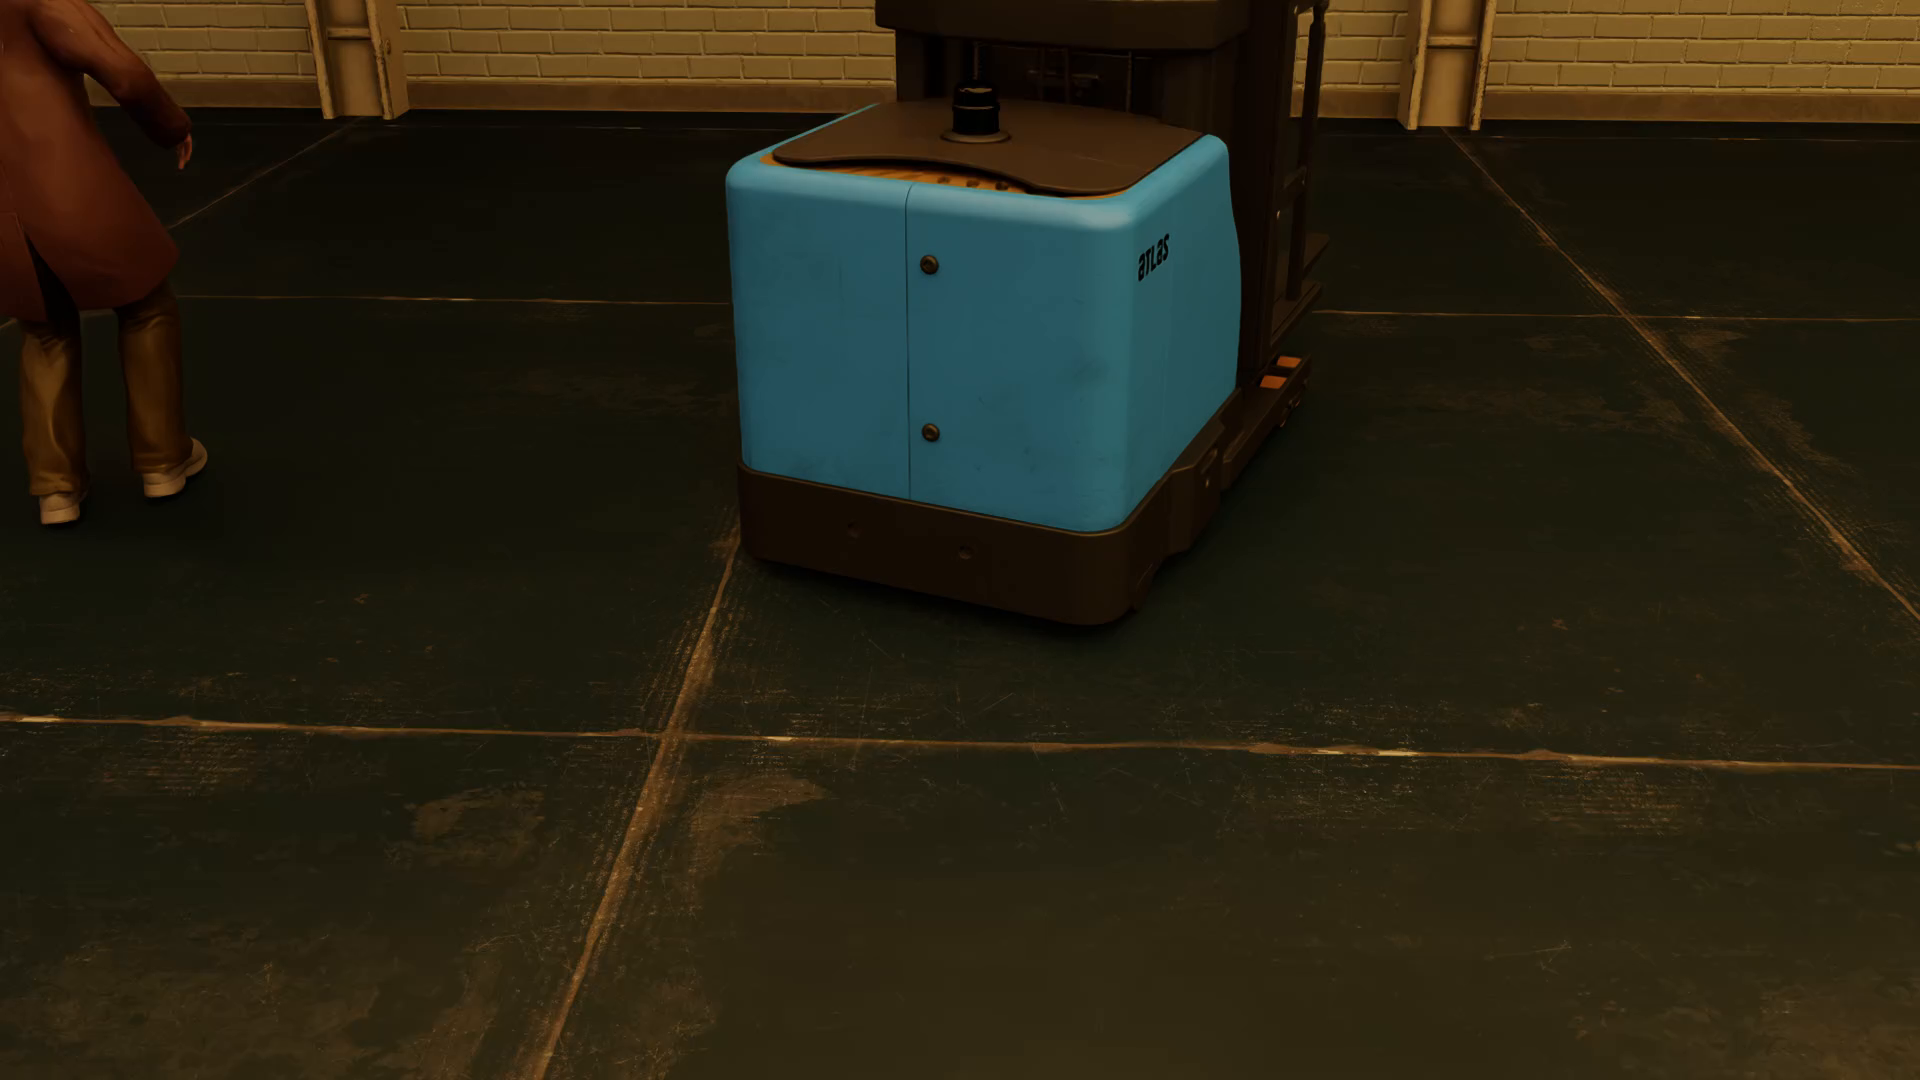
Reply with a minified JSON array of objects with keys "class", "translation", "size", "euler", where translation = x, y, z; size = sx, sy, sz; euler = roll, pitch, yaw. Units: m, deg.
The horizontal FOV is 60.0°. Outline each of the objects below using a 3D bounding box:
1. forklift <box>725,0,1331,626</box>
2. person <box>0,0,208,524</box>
[{"class":"forklift","translation":[0.494,-1.737,4.729],"size":[1.130,2.935,3.031],"euler":[11,28,21]},{"class":"person","translation":[-2.425,-0.900,4.438],"size":[0.825,1.728,0.551],"euler":[1,26,1]}]
